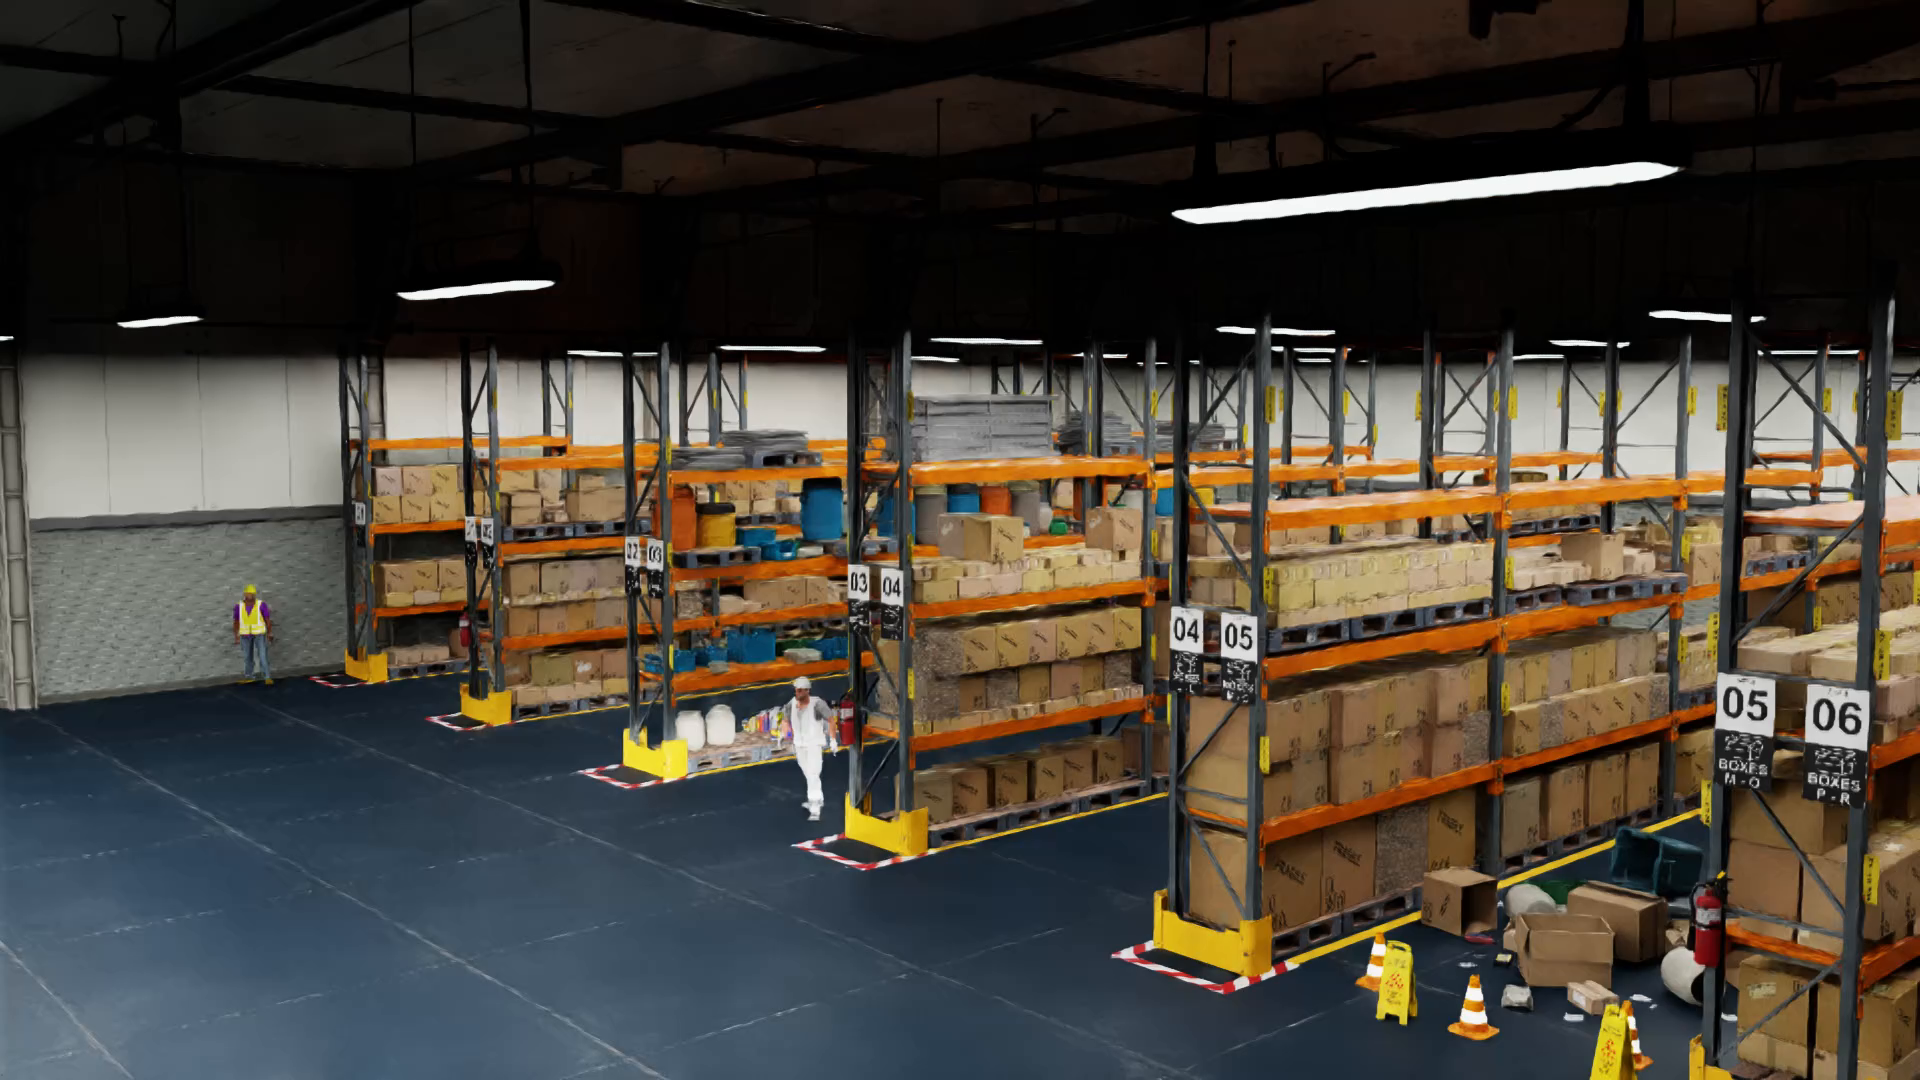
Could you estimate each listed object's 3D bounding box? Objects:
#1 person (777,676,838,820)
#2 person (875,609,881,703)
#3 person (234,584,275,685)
[{"bbox_3d":[-1.821,2.488,20.213,0.684,1.715,0.844,3,6,32],"label":"person"},{"bbox_3d":[-1.166,1.854,27.509,0.409,1.674,0.532,2,5,17],"label":"person"},{"bbox_3d":[-12.396,1.658,29.200,0.705,1.758,0.501,-1,5,-10],"label":"person"}]
